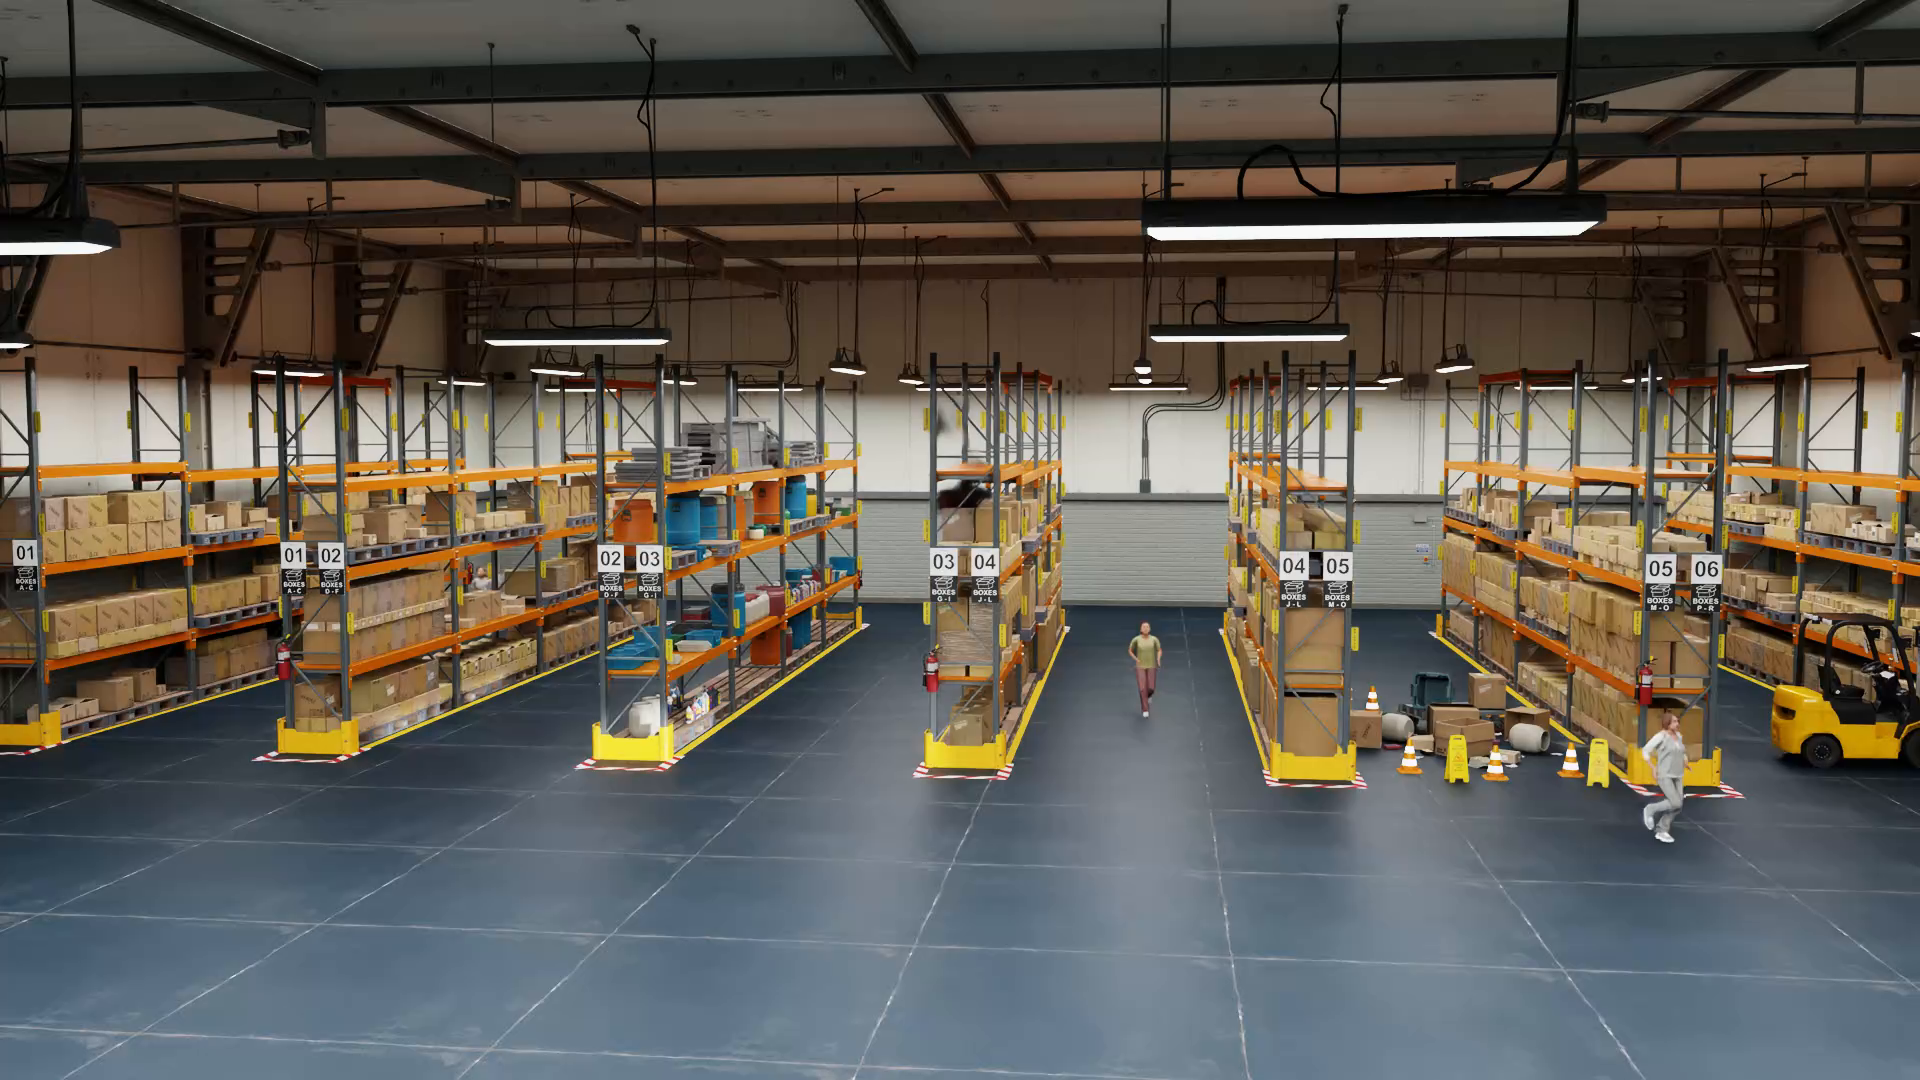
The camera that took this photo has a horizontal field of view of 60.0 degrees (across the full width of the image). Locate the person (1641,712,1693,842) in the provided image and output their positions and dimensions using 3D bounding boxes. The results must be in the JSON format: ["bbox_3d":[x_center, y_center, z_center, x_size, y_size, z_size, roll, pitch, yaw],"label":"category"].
[{"bbox_3d":[8.468,2.830,19.842,0.544,1.554,0.547,-2,4,-23],"label":"person"}]

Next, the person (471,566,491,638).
[{"bbox_3d":[-11.069,1.449,38.576,0.540,1.681,0.695,0,4,-5],"label":"person"}]

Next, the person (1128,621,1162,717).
[{"bbox_3d":[3.170,2.187,28.447,0.582,1.630,0.566,0,4,1],"label":"person"}]
